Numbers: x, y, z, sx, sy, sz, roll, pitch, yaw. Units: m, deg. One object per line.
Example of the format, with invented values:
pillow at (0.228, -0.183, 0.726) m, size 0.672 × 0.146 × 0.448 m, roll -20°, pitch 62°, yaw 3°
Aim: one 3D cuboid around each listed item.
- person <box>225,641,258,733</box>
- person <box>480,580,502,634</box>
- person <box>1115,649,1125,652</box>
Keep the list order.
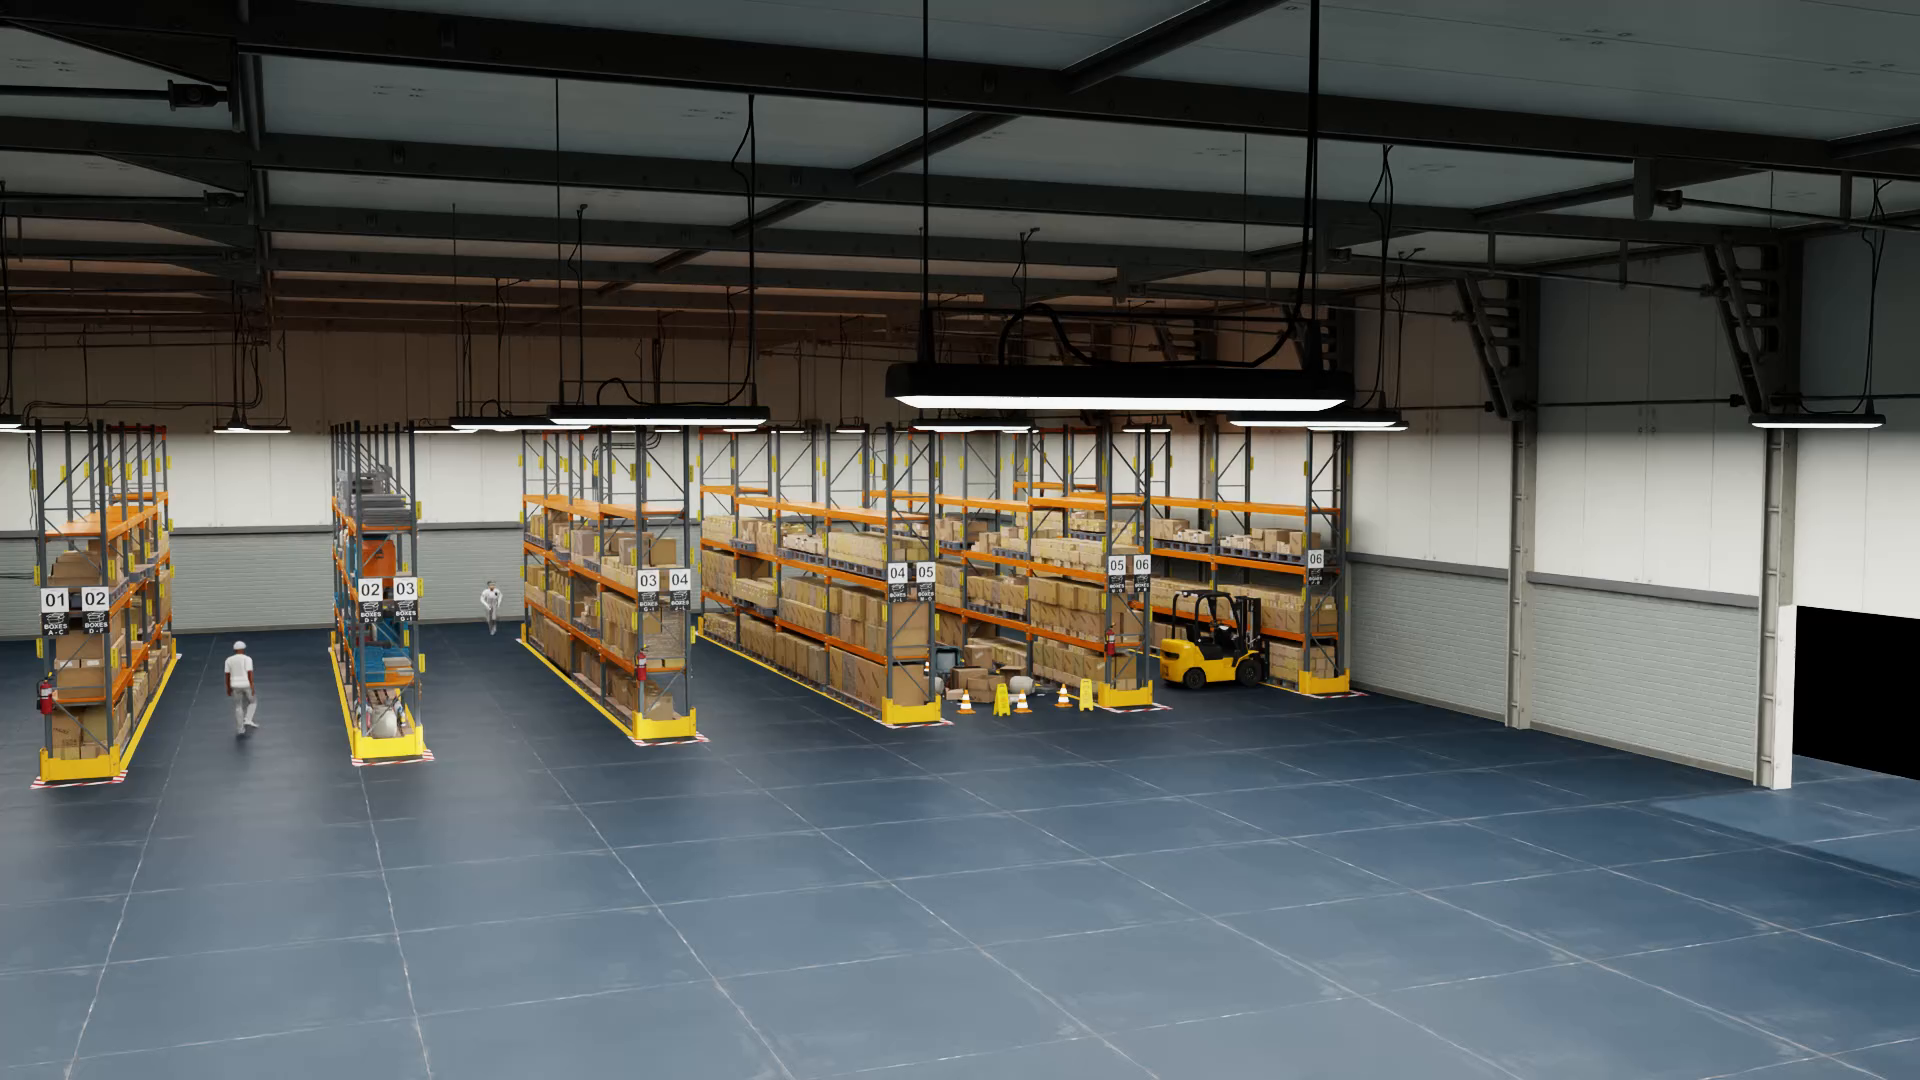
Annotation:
person at (-13.866, 2.834, 32.069) m, size 0.600 × 1.752 × 0.519 m, roll -1°, pitch 4°, yaw -10°
person at (-13.482, 1.941, 47.859) m, size 0.575 × 1.595 × 0.700 m, roll -1°, pitch 4°, yaw -9°
person at (3.768, 2.450, 39.796) m, size 0.579 × 1.589 × 0.719 m, roll -1°, pitch 4°, yaw -20°
